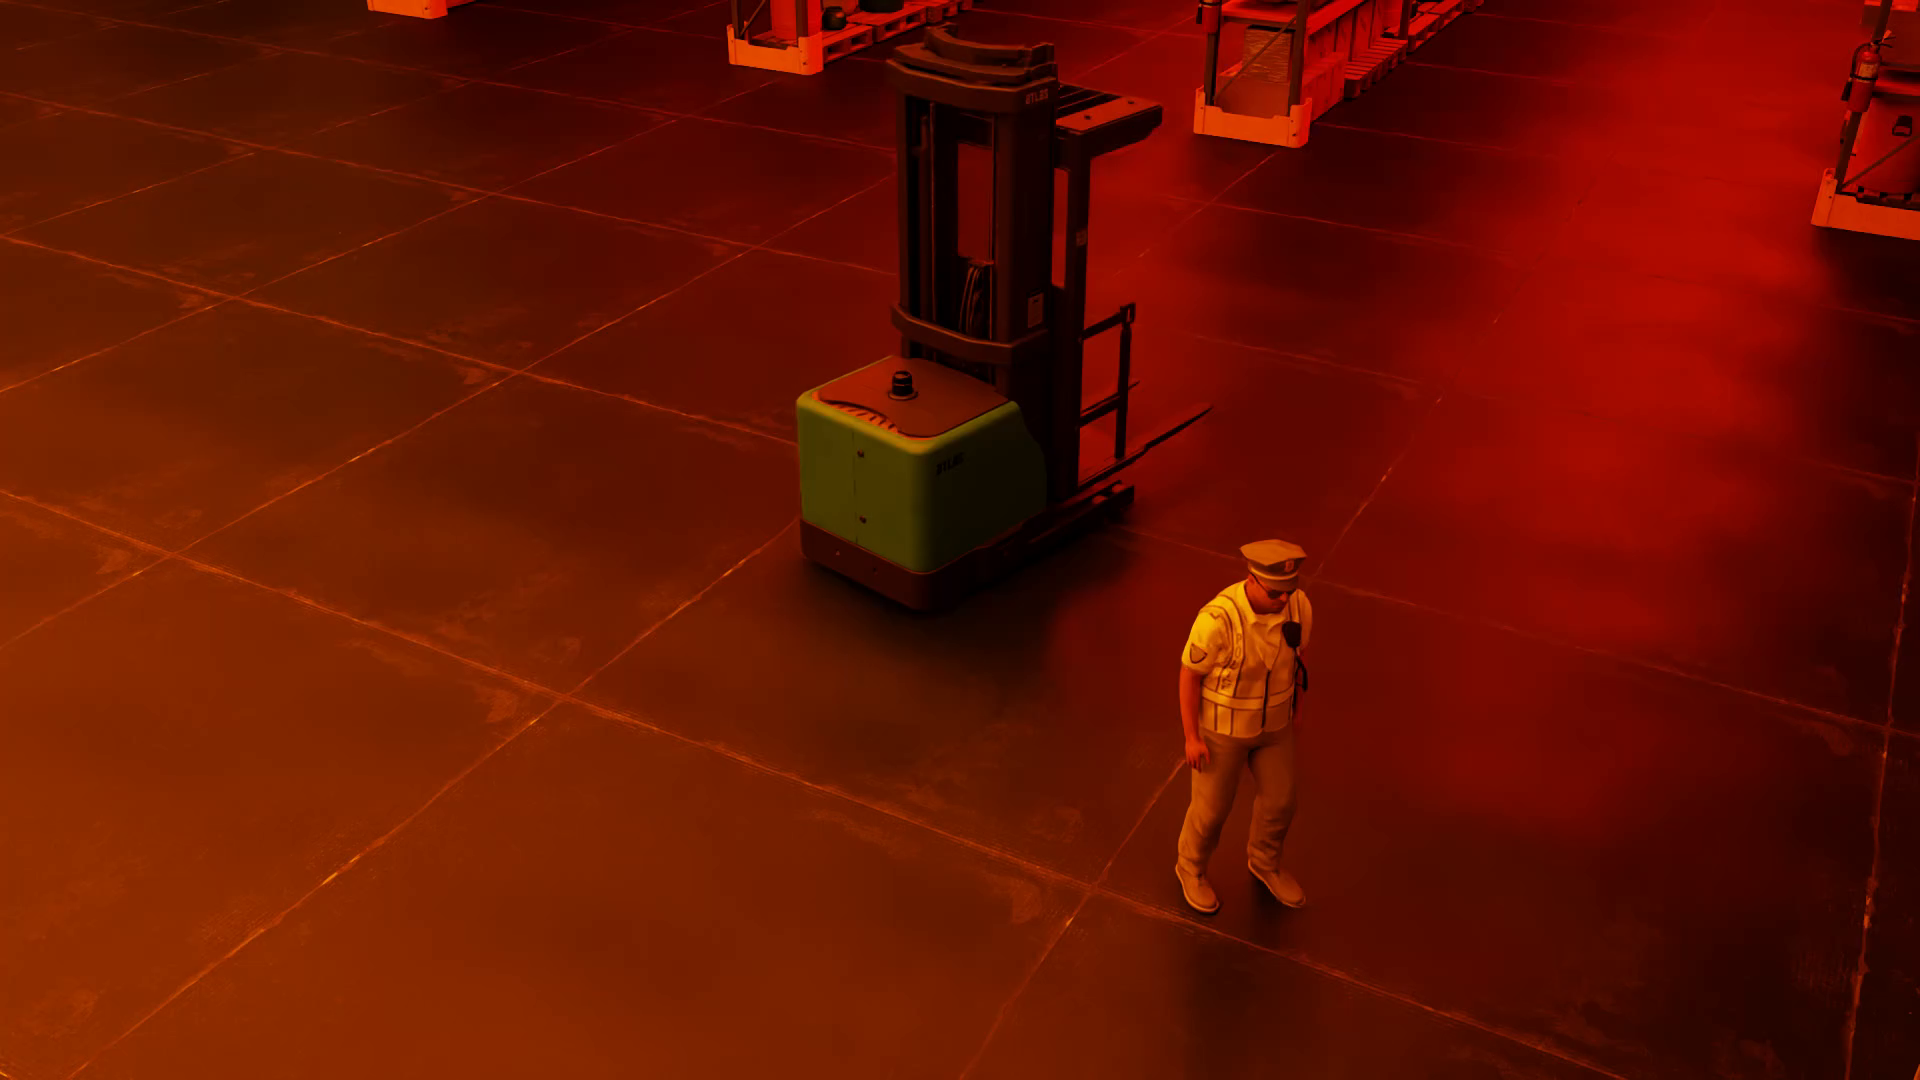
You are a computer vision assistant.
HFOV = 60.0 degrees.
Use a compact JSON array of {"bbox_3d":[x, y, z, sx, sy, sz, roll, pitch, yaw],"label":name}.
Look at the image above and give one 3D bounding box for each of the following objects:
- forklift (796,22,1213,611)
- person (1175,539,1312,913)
[{"bbox_3d":[0.430,-1.529,9.721,1.130,2.935,3.031,24,38,36],"label":"forklift"},{"bbox_3d":[1.196,0.773,6.933,0.600,1.762,0.478,-10,32,-17],"label":"person"}]
